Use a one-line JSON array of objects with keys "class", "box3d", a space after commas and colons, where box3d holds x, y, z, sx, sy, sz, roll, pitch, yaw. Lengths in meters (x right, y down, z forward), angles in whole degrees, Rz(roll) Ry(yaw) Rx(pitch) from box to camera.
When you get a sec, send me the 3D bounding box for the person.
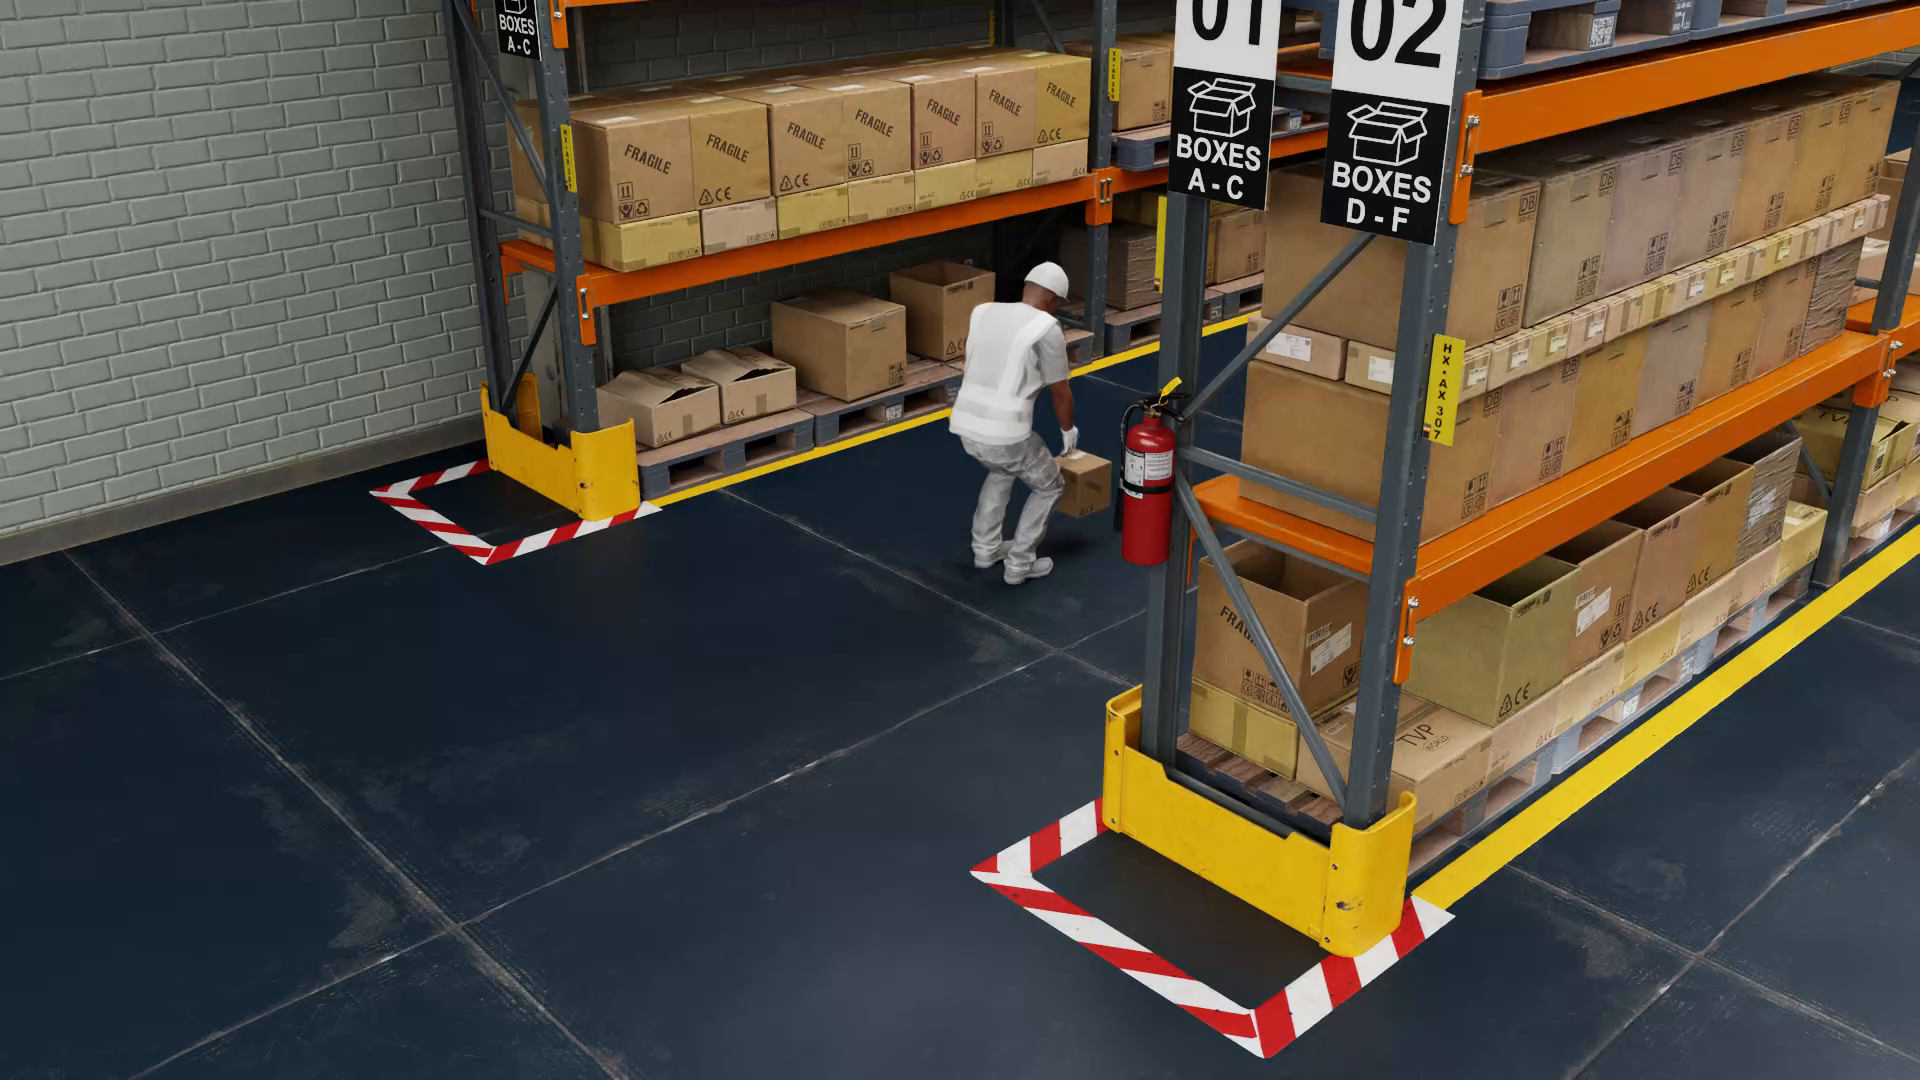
[{"class": "person", "box3d": [0.257, -0.579, 8.189, 0.696, 1.526, 0.608, -21, 31, -38]}]
